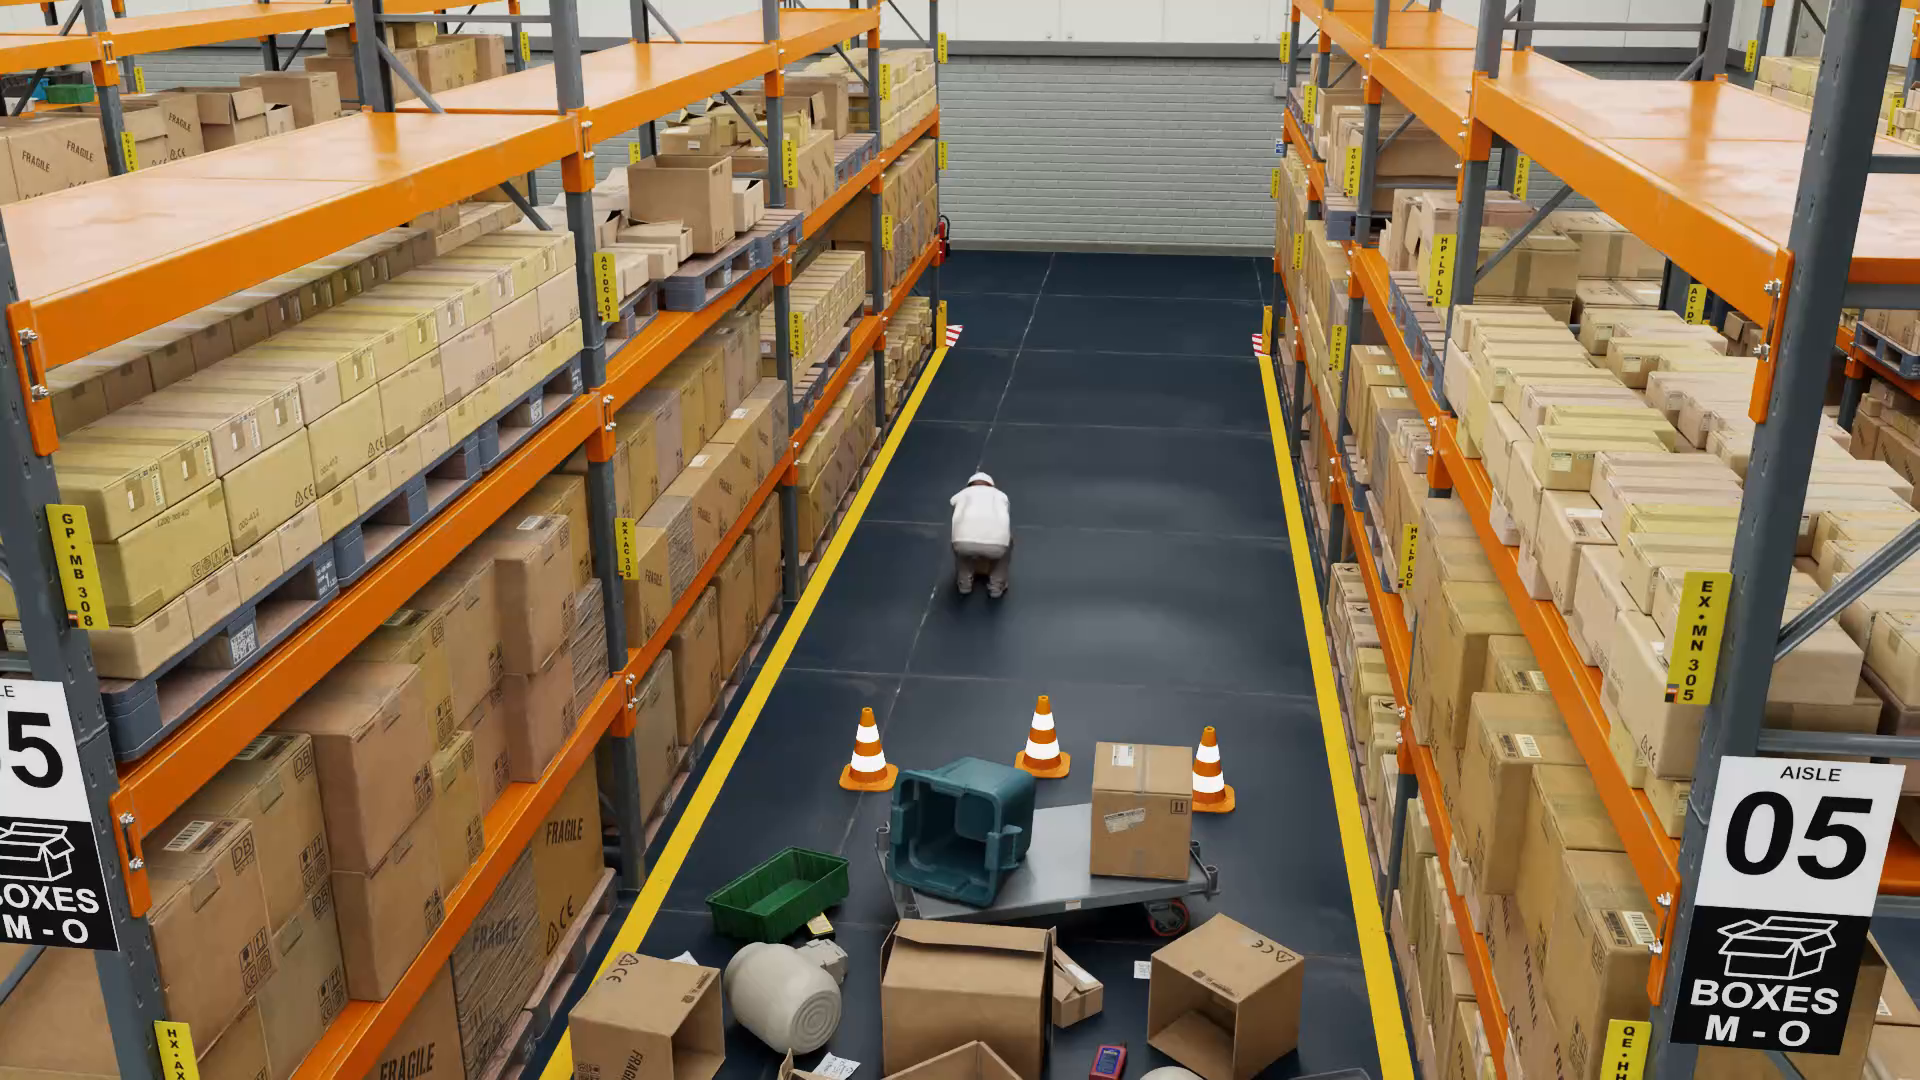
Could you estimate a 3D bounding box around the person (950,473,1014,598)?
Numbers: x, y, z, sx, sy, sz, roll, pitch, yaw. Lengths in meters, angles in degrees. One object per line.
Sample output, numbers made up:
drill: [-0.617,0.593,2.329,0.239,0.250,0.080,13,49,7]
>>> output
person: [0.168,-0.022,12.963,0.508,0.791,0.983,2,21,5]
